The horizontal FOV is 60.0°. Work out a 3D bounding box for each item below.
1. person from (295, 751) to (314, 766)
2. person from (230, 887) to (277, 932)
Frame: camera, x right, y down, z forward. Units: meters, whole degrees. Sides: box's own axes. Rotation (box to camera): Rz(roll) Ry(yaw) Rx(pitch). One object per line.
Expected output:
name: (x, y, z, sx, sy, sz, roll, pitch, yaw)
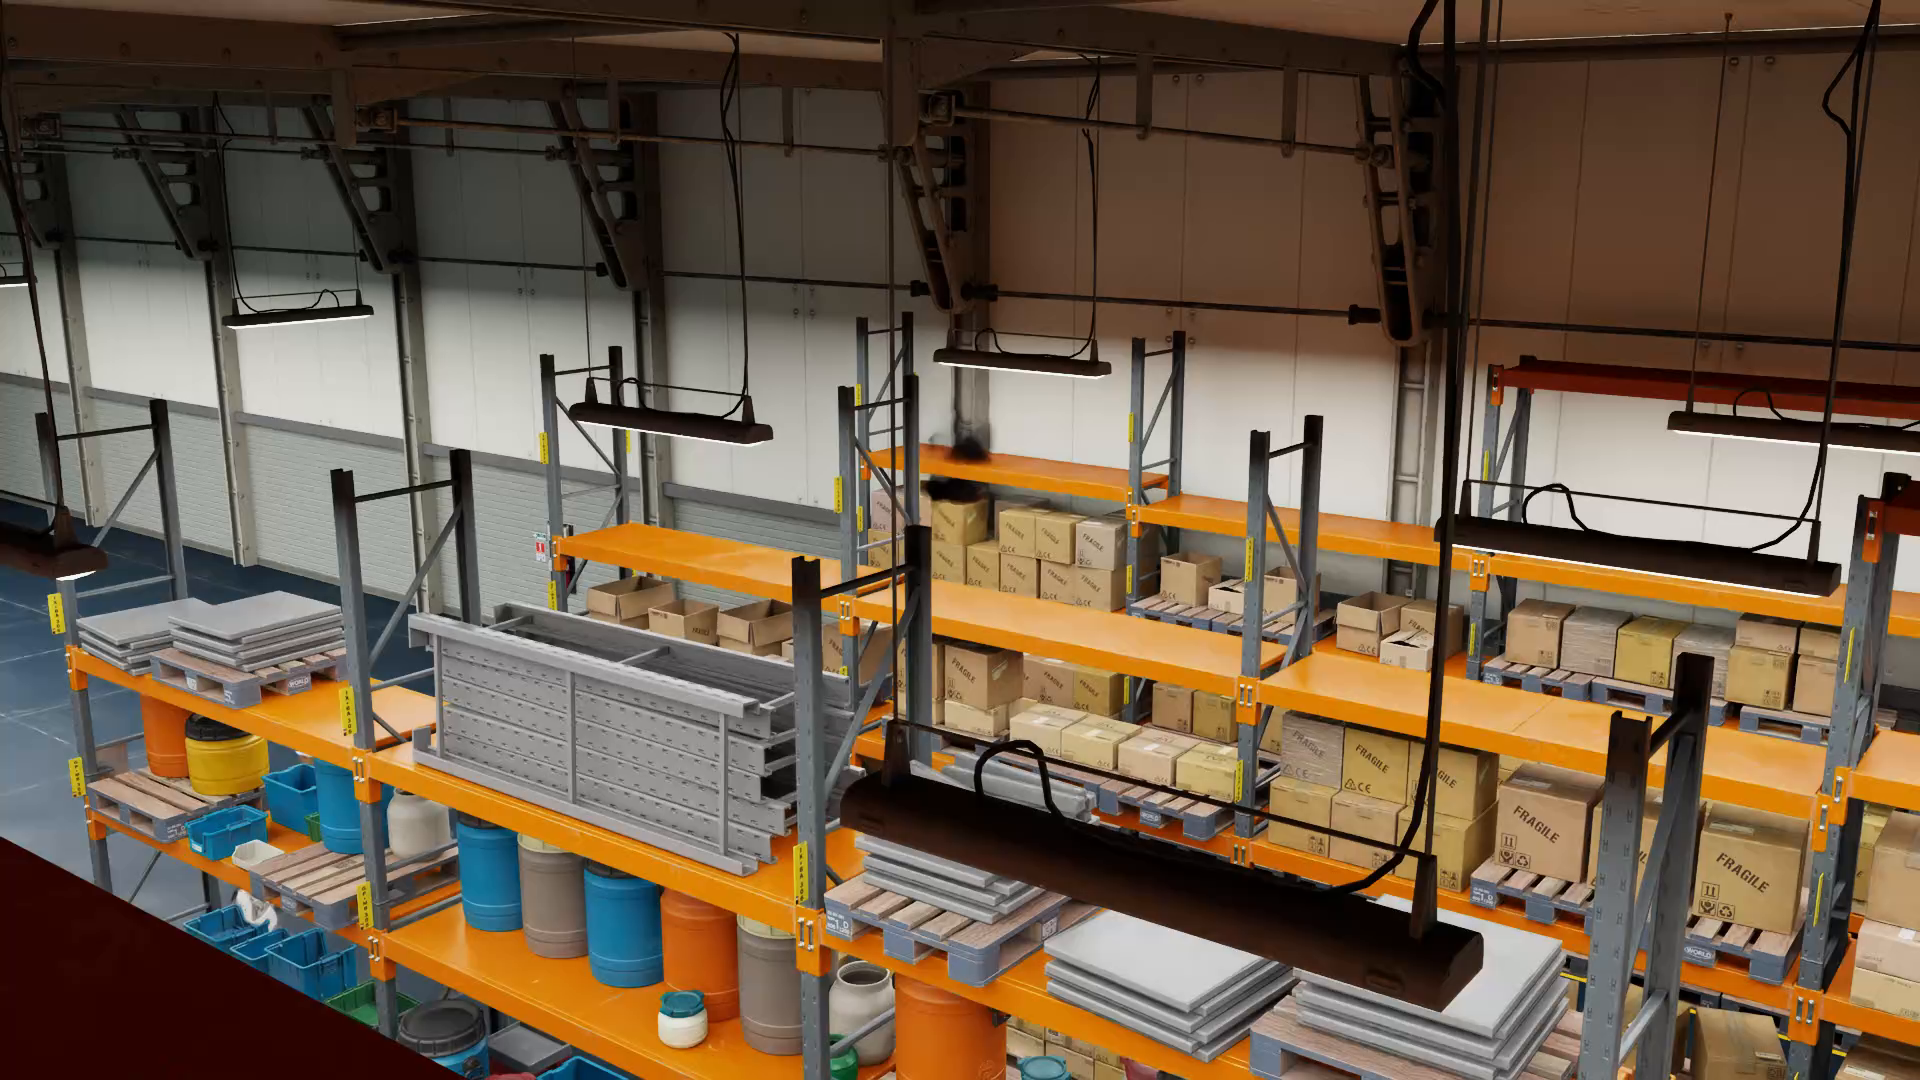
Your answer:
person: (-7.052, 3.050, 18.185, 0.738, 1.734, 0.667, -7, 15, -29)
person: (-6.604, 3.696, 15.698, 0.657, 1.644, 0.673, 1, 13, 3)
